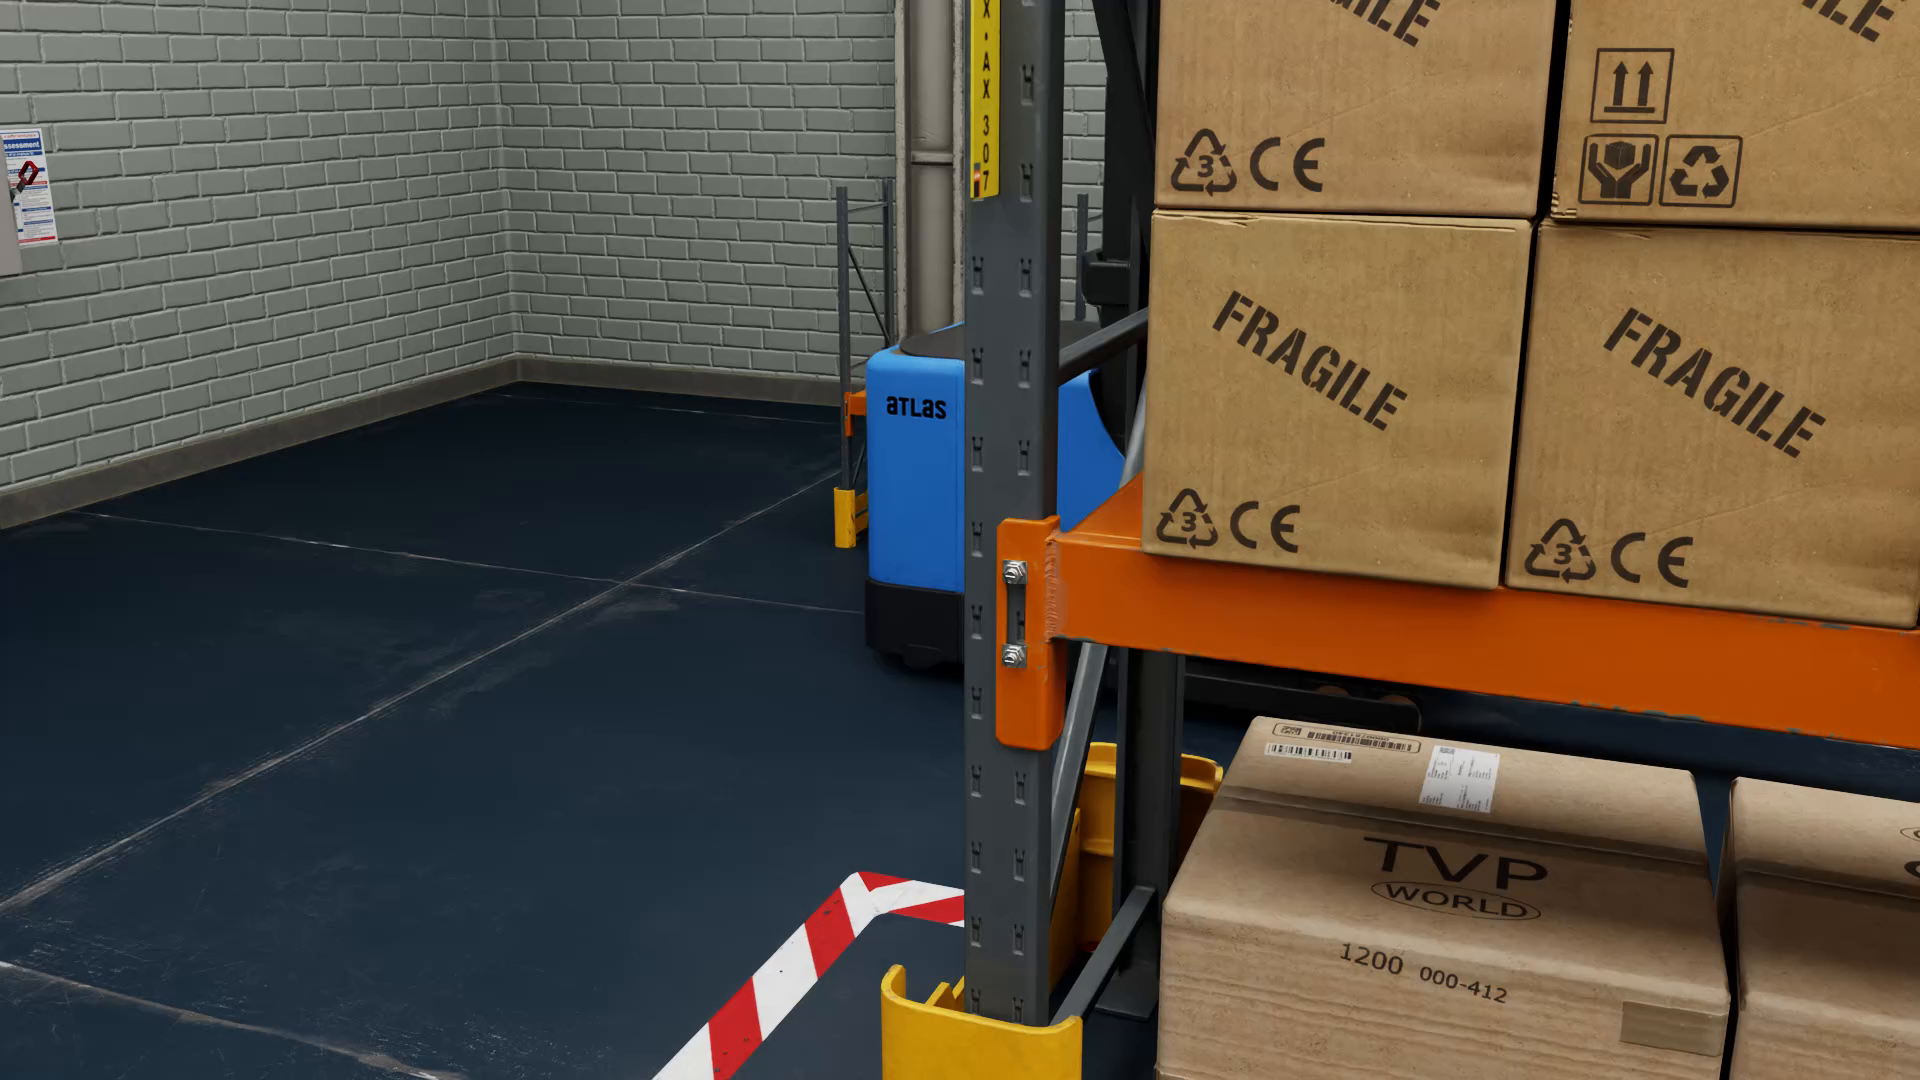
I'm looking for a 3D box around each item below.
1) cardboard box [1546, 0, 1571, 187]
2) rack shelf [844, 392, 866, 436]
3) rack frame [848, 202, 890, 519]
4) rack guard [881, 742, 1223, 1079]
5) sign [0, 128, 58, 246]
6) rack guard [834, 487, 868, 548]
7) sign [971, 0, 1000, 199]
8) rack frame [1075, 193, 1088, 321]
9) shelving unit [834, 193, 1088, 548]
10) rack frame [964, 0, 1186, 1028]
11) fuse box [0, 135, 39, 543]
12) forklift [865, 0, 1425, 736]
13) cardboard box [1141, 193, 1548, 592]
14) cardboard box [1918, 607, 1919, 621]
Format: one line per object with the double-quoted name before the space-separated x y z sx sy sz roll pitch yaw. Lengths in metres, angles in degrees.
"cardboard box" 0.780 -0.873 2.829 0.500 0.500 0.500 7 18 22
"rack shelf" 0.079 -0.539 6.985 1.000 0.185 0.538 6 17 21
"rack frame" -0.393 -0.764 7.115 0.013 1.308 0.475 6 17 21
"rack guard" 0.222 0.865 3.297 0.348 0.500 1.175 6 17 21
"sign" -4.114 -1.537 7.258 0.001 0.494 0.329 6 17 21
"rack guard" -0.392 -0.163 7.287 0.087 0.250 0.587 6 17 21
"sign" 0.035 -0.643 2.314 0.005 0.325 0.100 6 17 21
"rack frame" 0.552 -0.660 6.755 0.032 1.500 0.500 6 17 21
"shelving unit" 0.071 -0.712 6.938 1.083 1.500 0.587 6 17 21
"rack frame" 0.244 -0.333 2.940 0.127 3.000 1.000 6 17 21
"fuse box" -4.103 -0.815 6.911 0.414 1.711 0.539 6 17 21
"forklift" 1.242 -0.941 5.158 3.031 2.935 1.130 7 18 22
"cardboard box" 0.586 -0.257 2.500 0.500 0.500 0.500 6 17 20
"cardboard box" 1.533 -0.156 2.151 0.500 0.500 0.500 6 17 20
